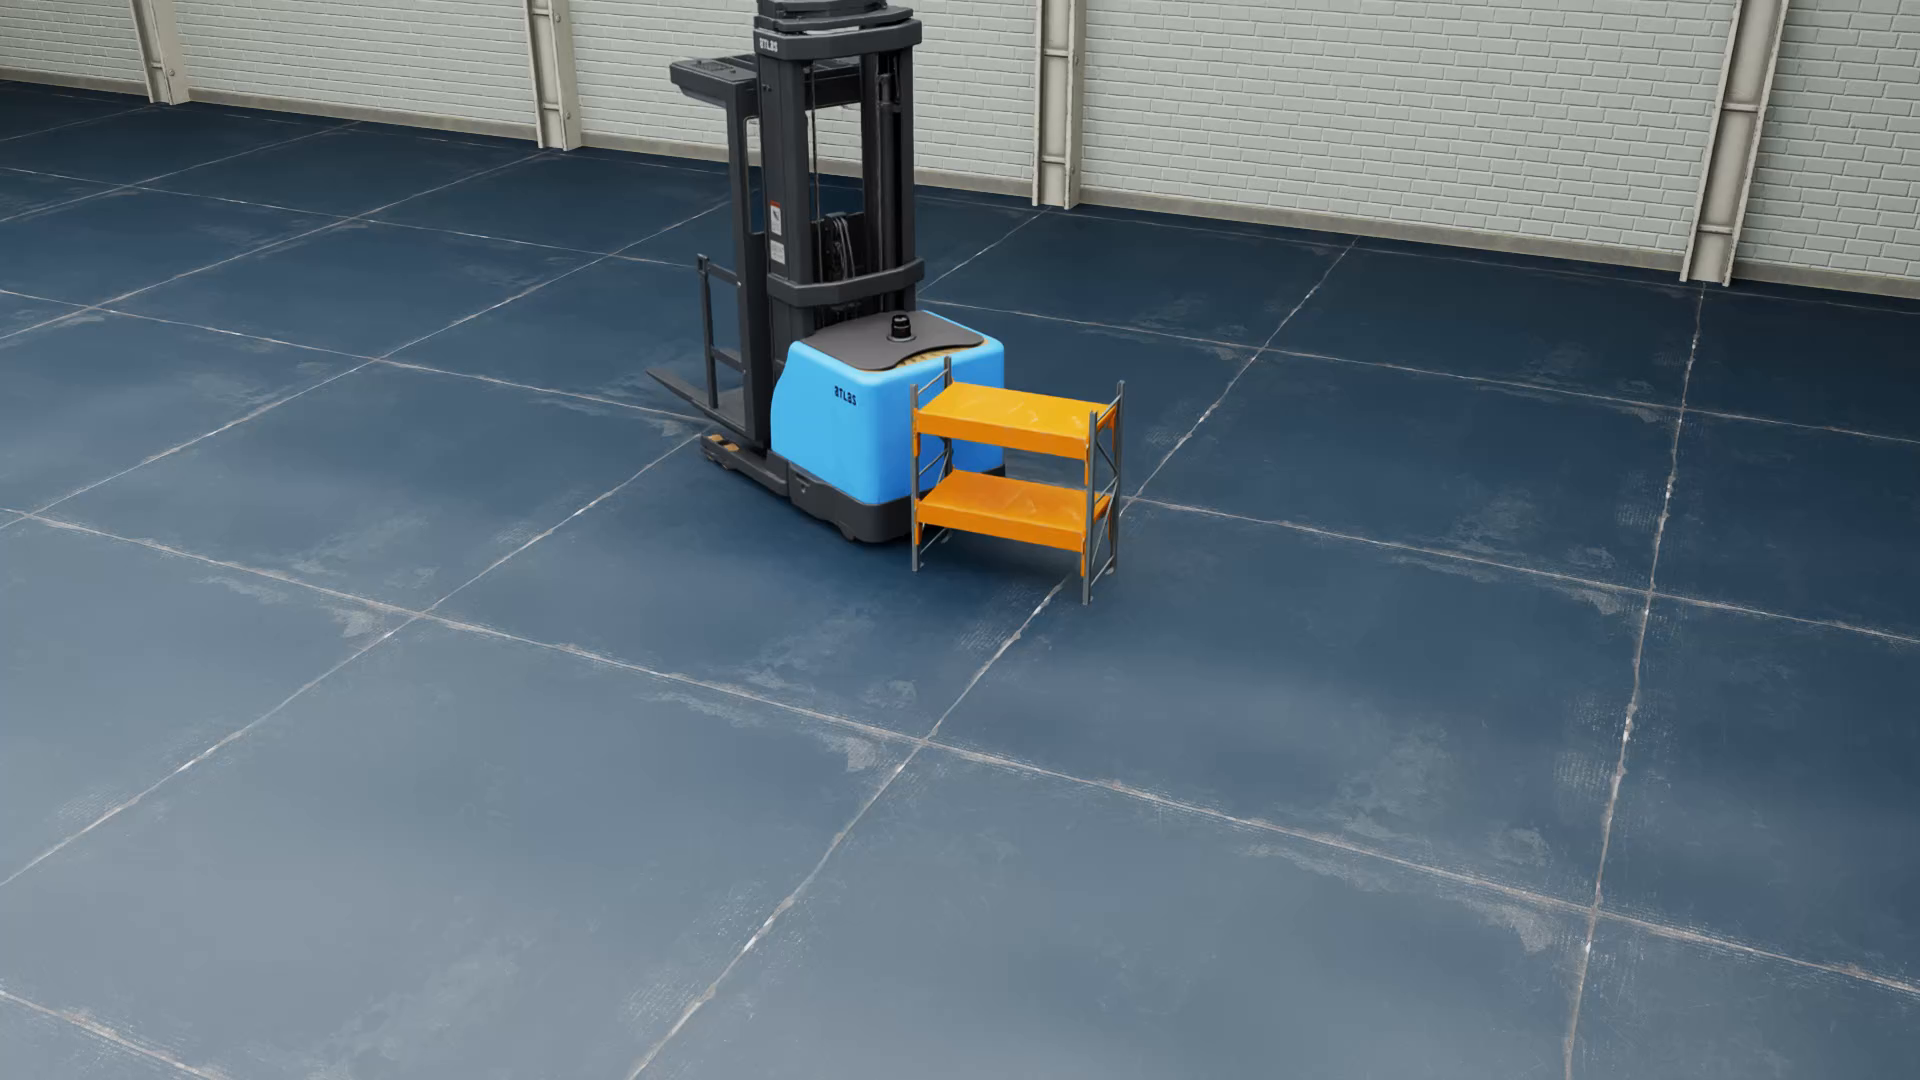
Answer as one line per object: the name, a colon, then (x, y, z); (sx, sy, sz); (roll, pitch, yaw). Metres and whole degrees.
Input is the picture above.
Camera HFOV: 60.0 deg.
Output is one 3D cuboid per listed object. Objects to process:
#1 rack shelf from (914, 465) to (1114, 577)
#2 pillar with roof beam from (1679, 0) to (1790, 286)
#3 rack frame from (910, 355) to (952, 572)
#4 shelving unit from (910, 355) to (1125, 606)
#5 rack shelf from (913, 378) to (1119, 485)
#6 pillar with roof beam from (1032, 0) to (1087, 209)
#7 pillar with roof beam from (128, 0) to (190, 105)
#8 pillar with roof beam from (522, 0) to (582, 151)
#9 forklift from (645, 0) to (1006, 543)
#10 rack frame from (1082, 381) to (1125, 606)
rack shelf: (0.309, -0.118, 9.270); (1.000, 0.278, 0.538); (11, 28, 21)
pillar with roof beam: (4.636, -4.557, 8.818); (0.400, 9.000, 9.100); (11, 28, 22)
rack frame: (-0.158, -0.425, 9.340); (0.032, 1.125, 0.500); (11, 28, 21)
shelving unit: (0.309, -0.337, 9.162); (1.048, 1.125, 0.538); (11, 28, 21)
rack shelf: (0.309, -0.600, 9.032); (1.000, 0.278, 0.538); (11, 28, 21)
pillar with roof beam: (-0.826, -5.654, 11.047); (0.400, 9.000, 9.100); (11, 28, 22)
pillar with roof beam: (-11.749, -7.848, 15.503); (0.400, 9.000, 9.100); (11, 28, 22)
pillar with roof beam: (-6.288, -6.751, 13.275); (0.400, 9.000, 9.100); (11, 28, 22)
forklift: (-1.026, -1.884, 10.259); (1.130, 2.935, 3.031); (-19, 32, -33)
rack frame: (0.777, -0.249, 8.983); (0.032, 1.125, 0.500); (11, 28, 21)
